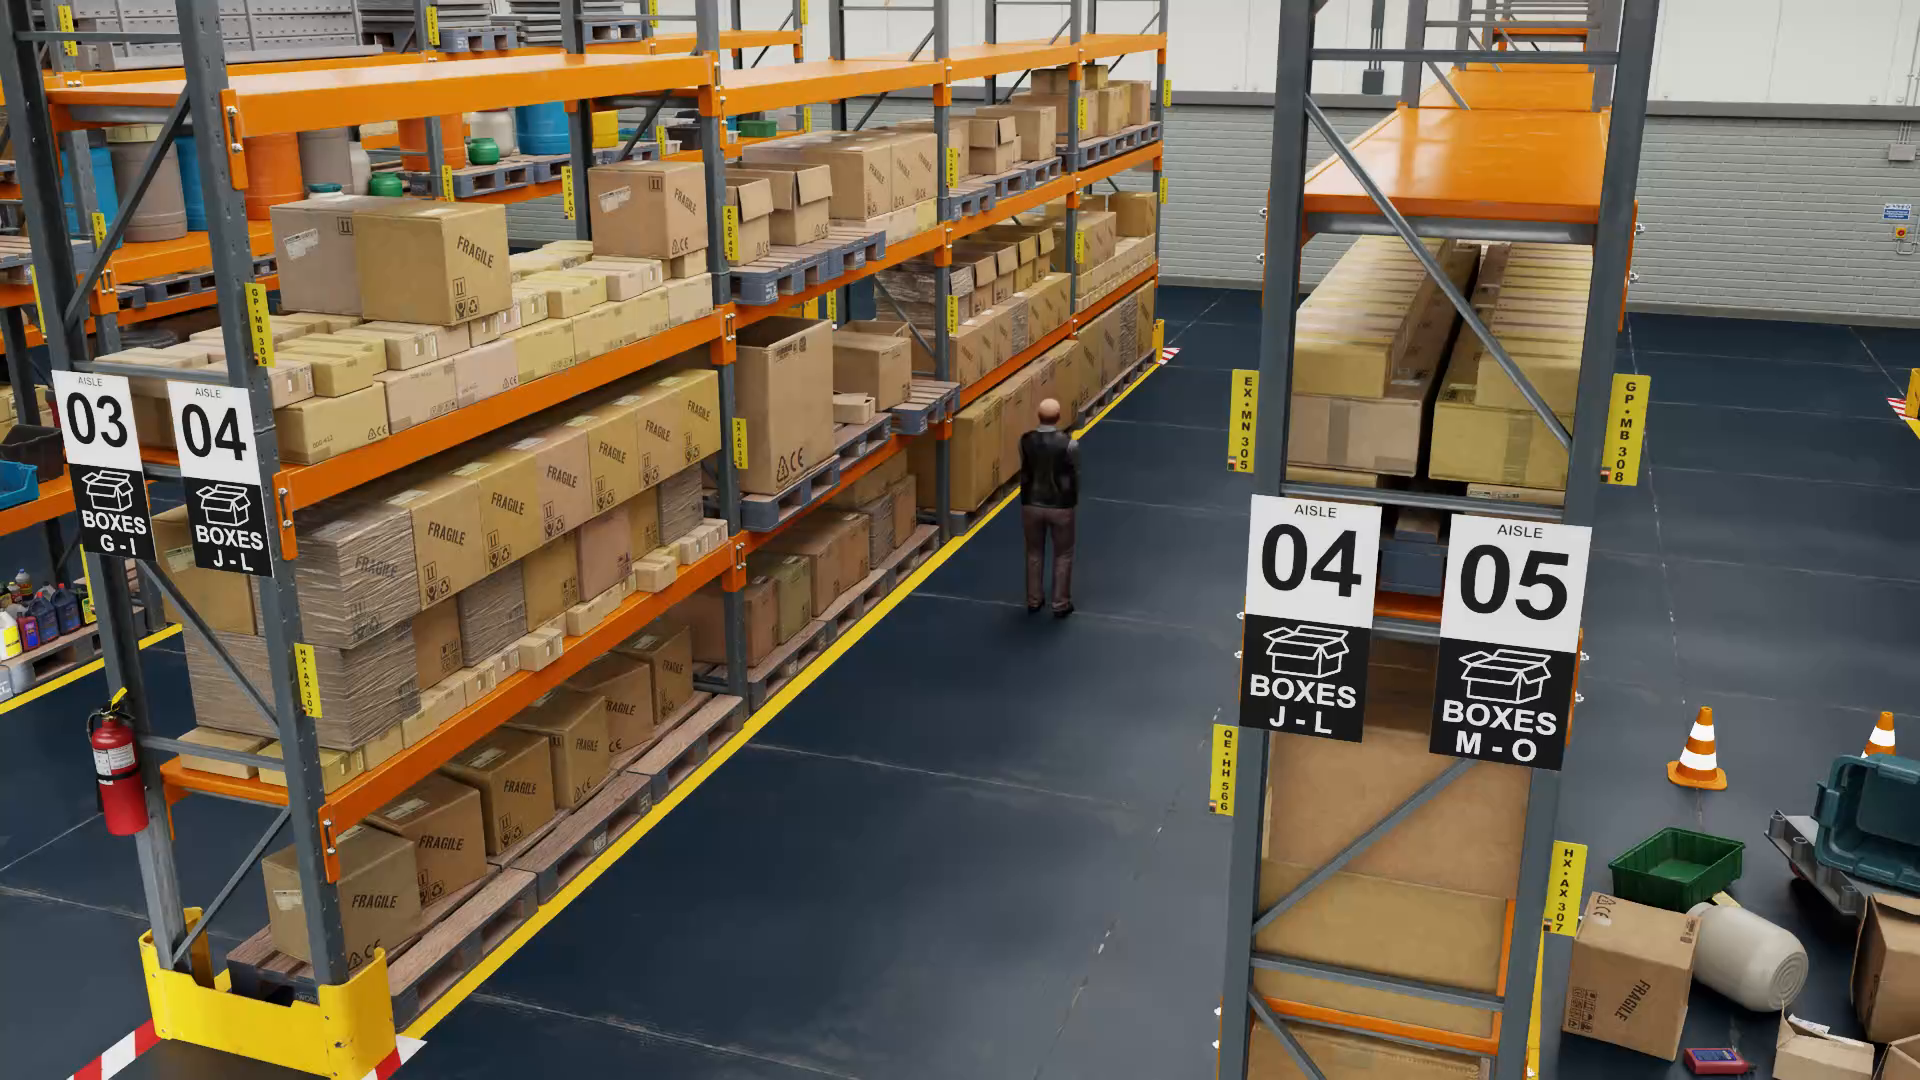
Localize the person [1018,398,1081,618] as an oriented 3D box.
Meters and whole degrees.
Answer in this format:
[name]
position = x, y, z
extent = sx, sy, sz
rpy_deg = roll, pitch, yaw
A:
[person]
position = 0.697, -0.274, 12.930
extent = 0.493, 1.719, 0.567
rpy_deg = 6, 19, 17
